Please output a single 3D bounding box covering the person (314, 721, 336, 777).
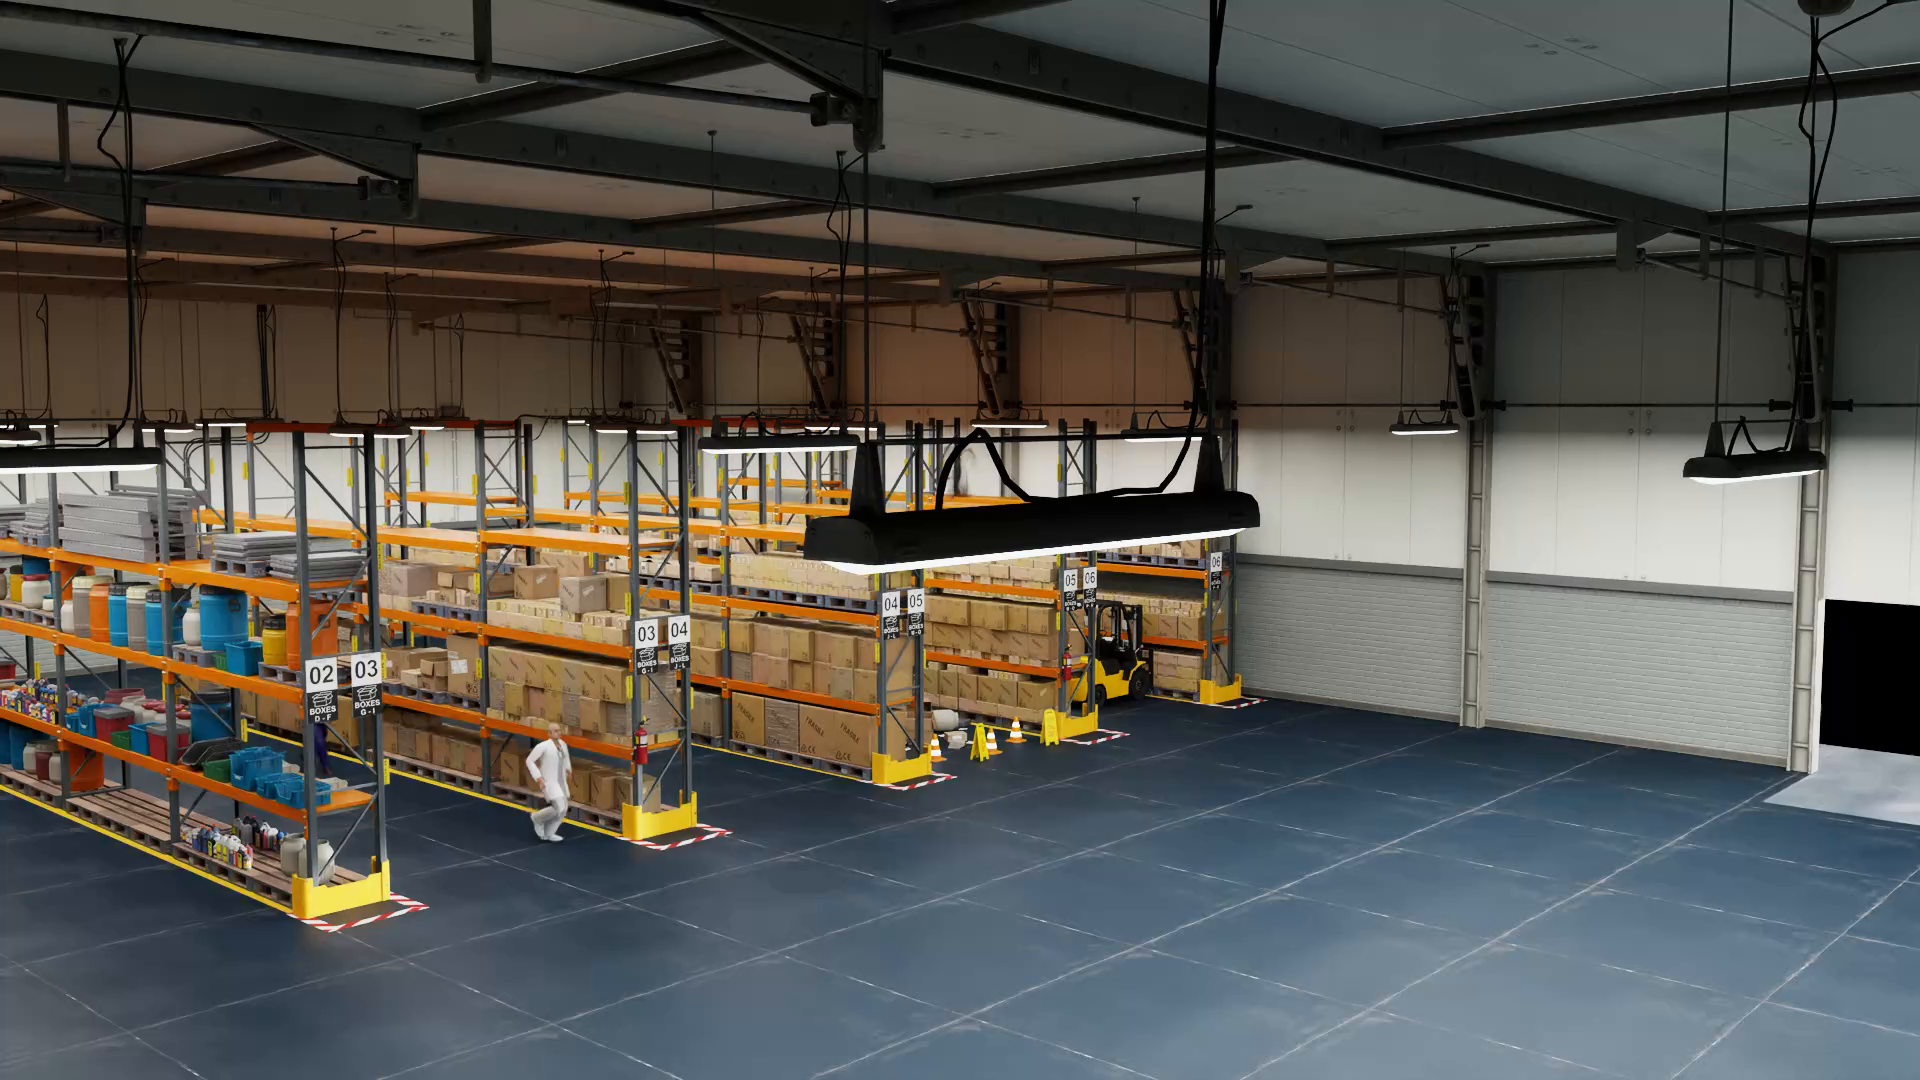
[{"bbox_3d":[-11.049,3.241,28.563,0.962,1.612,0.640,4,6,43],"label":"person"}]

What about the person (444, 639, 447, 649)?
[{"bbox_3d":[-12.263,2.241,40.339,0.779,1.686,0.595,2,5,23],"label":"person"}]

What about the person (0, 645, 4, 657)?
[{"bbox_3d":[-19.141,2.820,33.024,0.668,1.692,0.600,-2,5,-22],"label":"person"}]

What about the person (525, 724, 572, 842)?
[{"bbox_3d":[-5.879,3.504,24.030,0.612,1.705,0.709,2,5,26],"label":"person"}]
